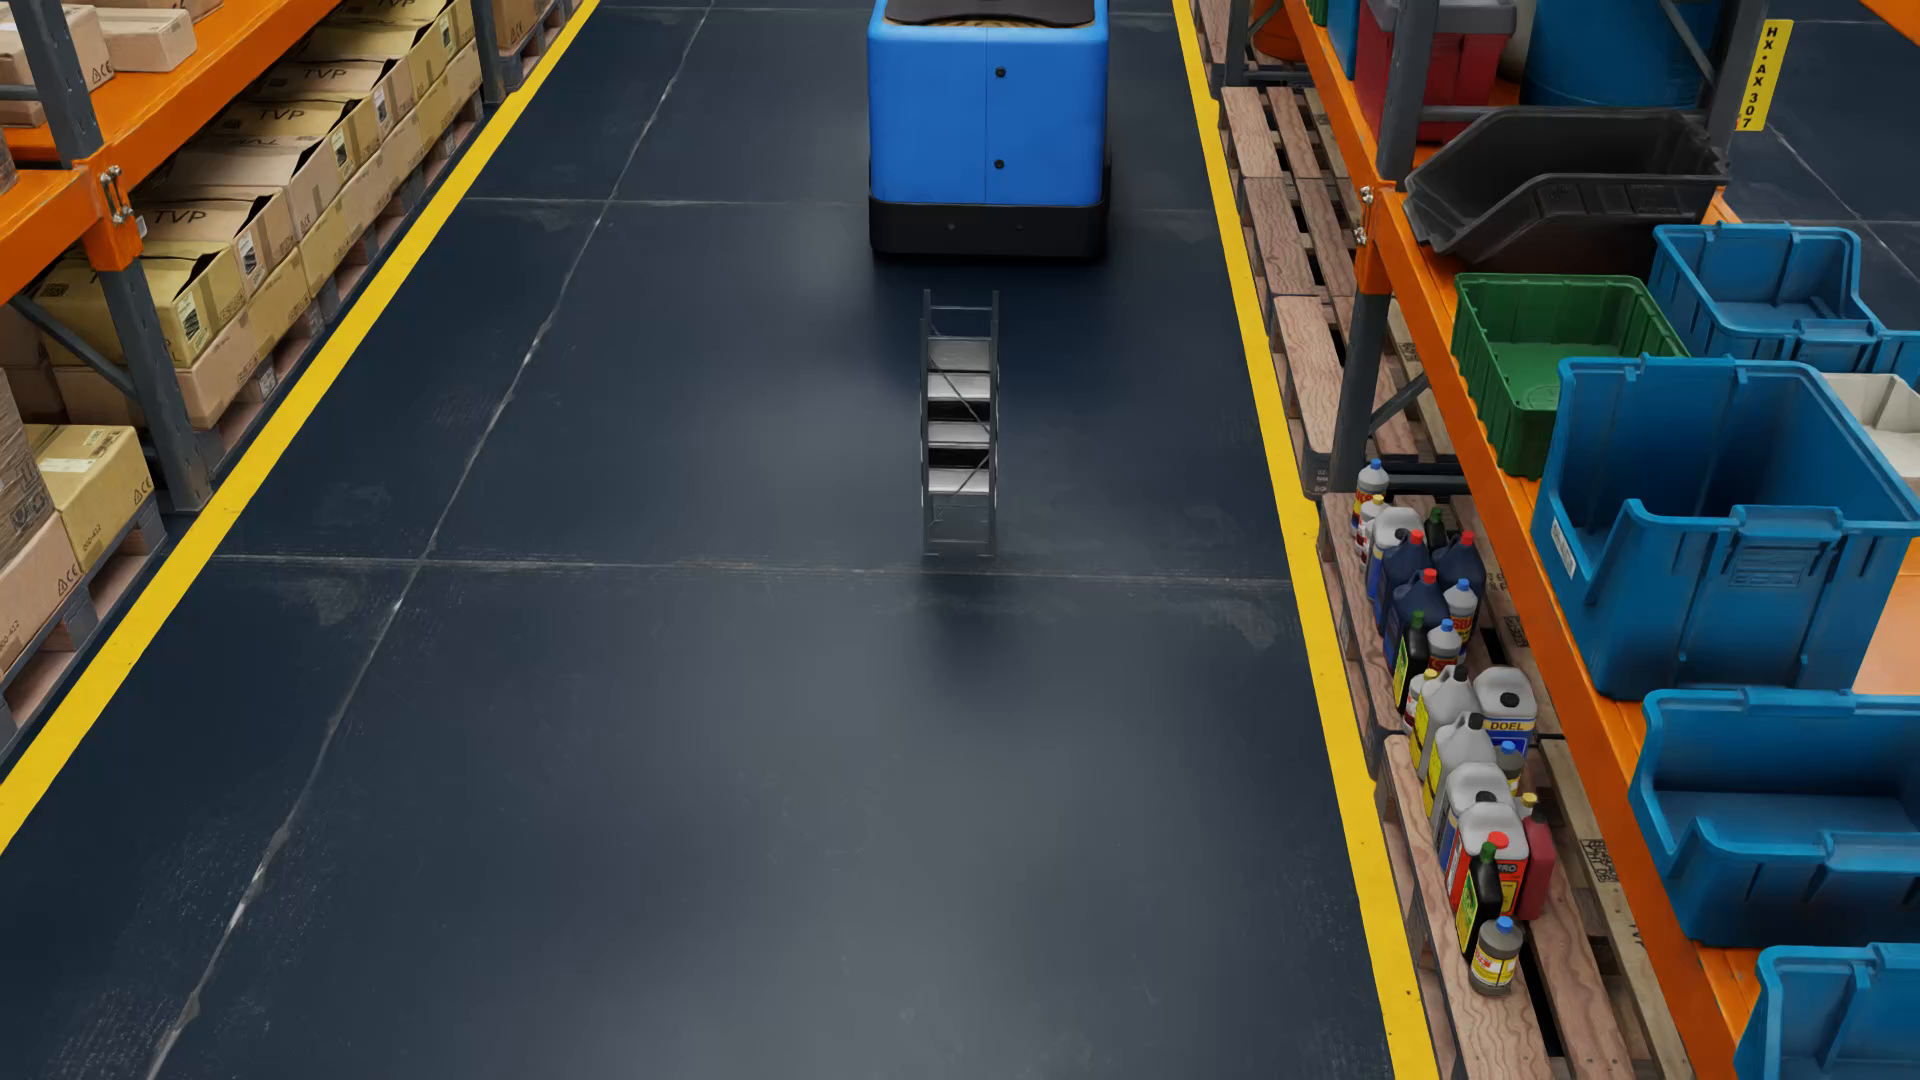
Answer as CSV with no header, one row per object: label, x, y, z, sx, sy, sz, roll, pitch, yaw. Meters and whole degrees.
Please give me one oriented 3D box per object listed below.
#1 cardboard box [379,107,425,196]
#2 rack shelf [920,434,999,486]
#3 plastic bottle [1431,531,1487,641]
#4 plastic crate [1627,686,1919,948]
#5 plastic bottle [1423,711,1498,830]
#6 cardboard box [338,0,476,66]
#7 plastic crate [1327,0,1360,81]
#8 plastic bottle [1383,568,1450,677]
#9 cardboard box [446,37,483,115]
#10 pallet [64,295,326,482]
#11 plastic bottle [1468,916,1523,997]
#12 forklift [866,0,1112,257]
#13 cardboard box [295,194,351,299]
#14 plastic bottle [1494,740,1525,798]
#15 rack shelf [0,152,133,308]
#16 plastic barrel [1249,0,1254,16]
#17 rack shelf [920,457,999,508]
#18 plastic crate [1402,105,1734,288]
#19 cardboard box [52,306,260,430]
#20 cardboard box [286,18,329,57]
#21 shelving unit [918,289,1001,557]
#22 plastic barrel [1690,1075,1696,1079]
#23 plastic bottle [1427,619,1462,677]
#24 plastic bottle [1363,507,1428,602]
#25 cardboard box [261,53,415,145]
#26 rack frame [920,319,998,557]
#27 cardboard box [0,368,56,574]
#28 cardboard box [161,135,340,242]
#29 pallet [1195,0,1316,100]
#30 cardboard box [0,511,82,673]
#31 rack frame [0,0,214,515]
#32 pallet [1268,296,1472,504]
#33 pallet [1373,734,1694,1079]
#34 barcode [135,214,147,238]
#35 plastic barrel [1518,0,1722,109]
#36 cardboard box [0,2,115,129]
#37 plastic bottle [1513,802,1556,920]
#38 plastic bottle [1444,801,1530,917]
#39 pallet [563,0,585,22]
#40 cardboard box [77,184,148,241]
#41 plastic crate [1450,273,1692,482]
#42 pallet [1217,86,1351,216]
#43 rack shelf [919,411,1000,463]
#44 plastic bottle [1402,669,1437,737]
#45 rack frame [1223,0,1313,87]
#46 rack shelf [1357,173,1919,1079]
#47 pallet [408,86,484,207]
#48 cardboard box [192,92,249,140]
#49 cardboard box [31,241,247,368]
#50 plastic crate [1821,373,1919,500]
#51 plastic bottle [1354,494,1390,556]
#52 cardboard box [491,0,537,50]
cardboard box,-2.841,-1.816,7.752,0.500,0.250,0.500,2,35,3
rack shelf,0.000,-0.272,5.569,0.258,0.077,0.200,1,35,2
plastic bottle,1.463,0.113,4.901,0.144,0.351,0.185,1,35,2
plastic crate,1.358,0.444,2.639,0.499,0.251,0.408,1,35,2
plastic bottle,1.286,0.570,4.252,0.144,0.351,0.185,3,35,4
cardboard box,-2.798,-2.632,8.425,0.500,0.311,0.500,2,35,3
plastic crate,1.499,-1.882,5.833,0.392,0.384,0.575,1,35,2
plastic bottle,1.311,0.219,4.751,0.144,0.351,0.185,0,35,0
cardboard box,-2.800,-2.401,8.584,0.500,0.250,0.500,2,35,3
pallet,-3.193,-0.648,6.488,1.003,0.211,1.213,1,35,2
plastic bottle,1.241,0.950,3.841,0.097,0.201,0.097,0,35,0
forklift,0.191,-3.284,7.873,1.130,2.935,3.031,2,35,2
cardboard box,-2.880,-1.229,6.915,0.500,0.250,0.500,0,35,0
plastic bottle,1.409,0.608,4.327,0.097,0.201,0.097,0,35,0
rack shelf,-3.264,0.079,3.654,1.077,0.370,4.000,1,35,2
plastic barrel,1.862,-3.308,9.646,0.421,0.512,0.421,0,35,0
rack shelf,0.000,-0.198,5.621,0.258,0.077,0.200,1,35,2
plastic crate,1.617,-0.925,4.511,0.767,0.338,0.504,1,35,2
cardboard box,-2.920,-0.637,6.074,0.500,0.250,0.500,1,35,1
cardboard box,-3.350,-2.343,8.013,0.500,0.311,0.500,1,35,1
shelving unit,0.000,-0.373,5.498,0.258,0.900,0.210,1,35,2
plastic barrel,1.575,1.228,3.192,0.421,0.512,0.421,0,35,0
plastic bottle,1.342,0.336,4.653,0.097,0.271,0.097,0,35,0
plastic bottle,1.329,0.046,5.062,0.152,0.276,0.135,3,35,4
cardboard box,-2.835,-2.043,7.587,0.500,0.311,0.500,1,35,2
rack frame,-0.004,-0.314,5.415,0.240,0.900,0.006,1,35,2
cardboard box,-3.016,-0.160,4.742,0.500,0.500,0.500,1,35,2
cardboard box,-2.873,-1.457,6.753,0.500,0.311,0.500,0,35,0
pallet,1.916,-2.859,9.634,1.003,0.211,1.213,1,35,2
cardboard box,-3.014,0.147,4.958,0.500,0.250,0.500,1,35,2
rack frame,-3.184,-1.364,5.083,1.000,3.000,0.127,1,35,2
pallet,1.758,-0.559,6.362,1.003,0.211,1.213,1,35,2
pallet,1.651,0.981,4.171,1.003,0.211,1.213,1,35,2
barcode,-2.757,-1.051,5.594,0.001,0.075,0.075,1,35,2
plastic barrel,2.084,-1.668,5.079,0.600,0.901,0.708,1,35,2
cardboard box,-3.208,-1.587,5.530,0.500,0.250,0.500,3,35,5
plastic bottle,1.384,0.774,4.019,0.061,0.283,0.133,1,35,2
plastic bottle,1.278,0.775,4.024,0.152,0.276,0.135,2,35,2
pallet,-2.904,-3.649,10.758,1.003,0.211,1.213,1,35,2
cardboard box,-3.439,-1.179,6.357,0.500,0.311,0.500,2,35,3
plastic crate,1.429,-0.388,3.877,0.450,0.188,0.662,1,35,2
pallet,1.856,-1.961,8.357,1.003,0.211,1.213,1,35,2
rack shelf,0.000,-0.346,5.517,0.258,0.077,0.200,1,35,2
plastic bottle,1.276,0.442,4.564,0.097,0.201,0.097,0,35,0
rack frame,1.926,-3.546,8.187,1.000,3.000,0.127,1,35,2
rack shelf,1.685,0.196,3.489,1.077,0.370,4.000,1,35,2
pallet,-3.095,-2.050,8.483,1.003,0.211,1.213,1,35,2
cardboard box,-3.393,-1.754,7.176,0.500,0.311,0.500,1,35,1
cardboard box,-2.918,-0.872,5.921,0.500,0.311,0.500,1,35,2
plastic crate,1.953,-0.201,3.657,0.530,0.136,0.437,1,35,2
plastic bottle,1.311,-0.052,5.266,0.097,0.201,0.097,0,35,0
cardboard box,-2.719,-3.075,9.308,0.500,0.500,0.500,3,35,4
